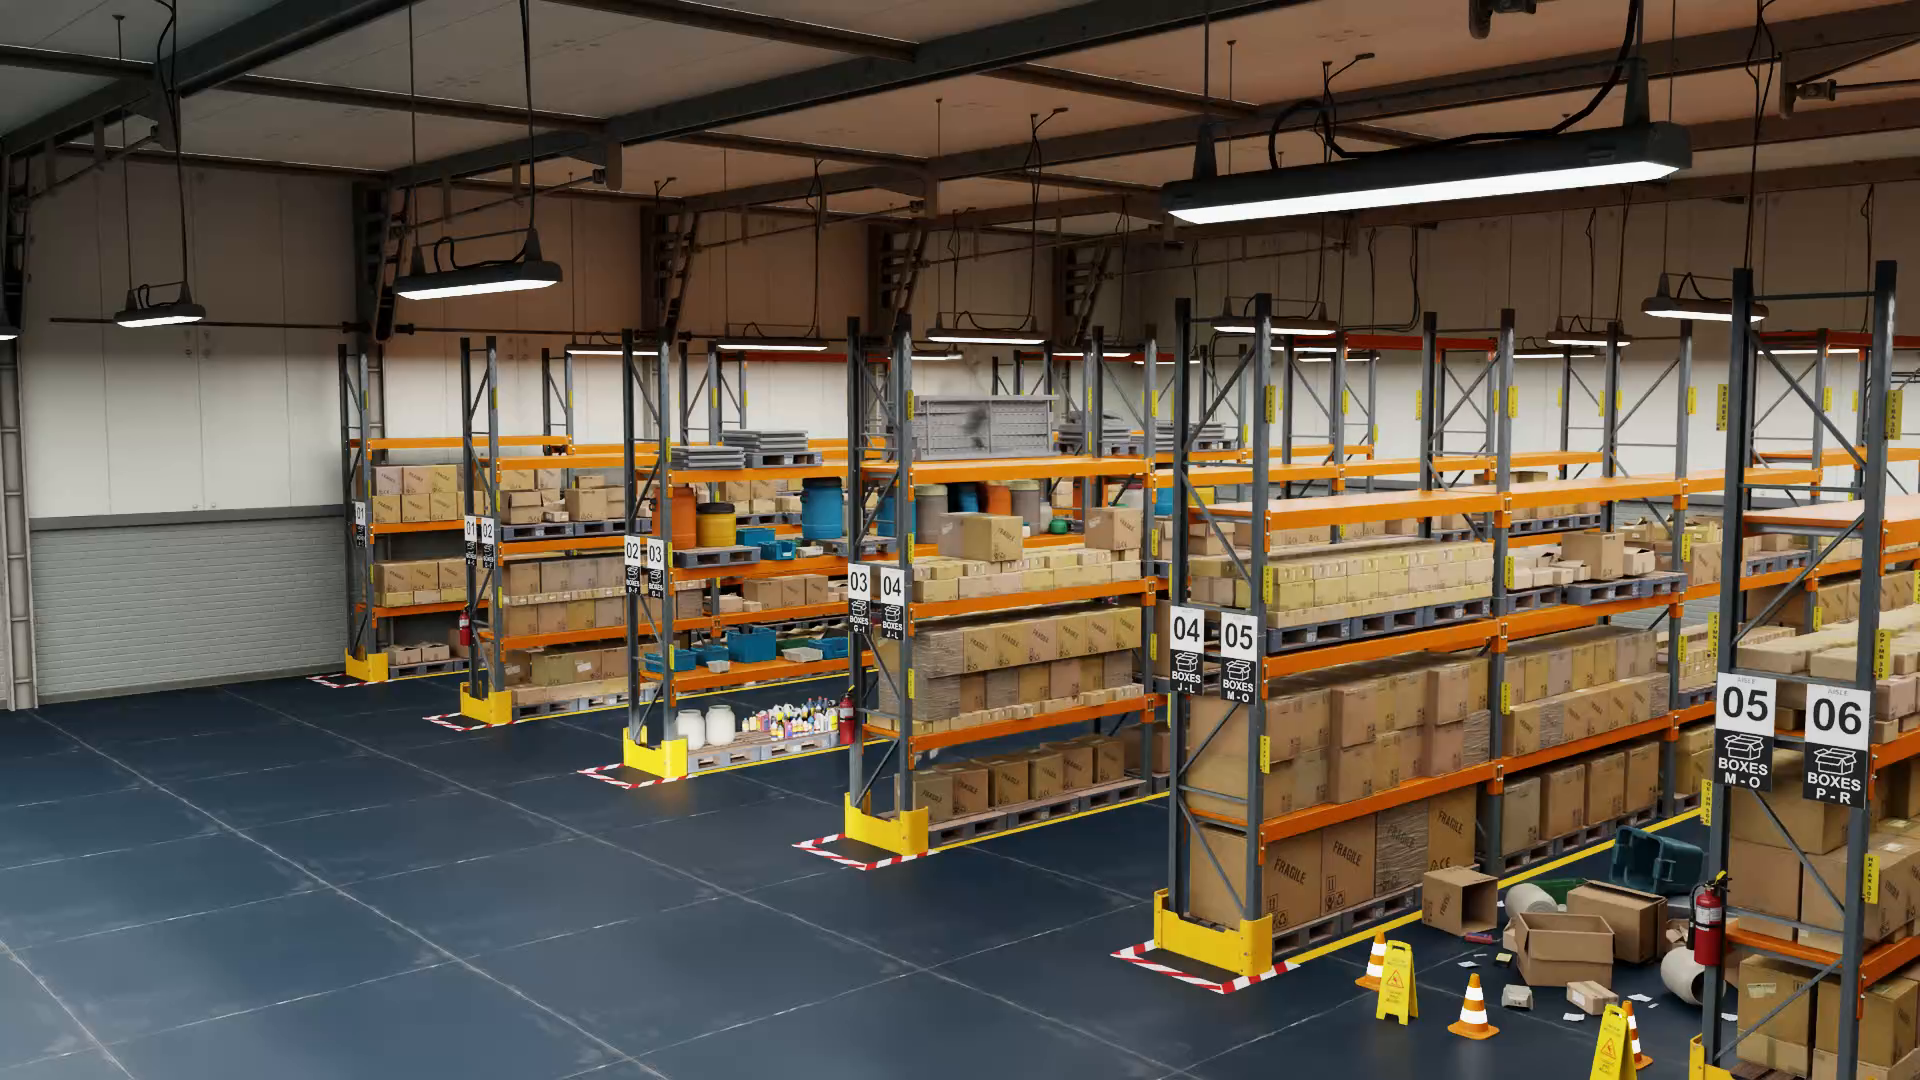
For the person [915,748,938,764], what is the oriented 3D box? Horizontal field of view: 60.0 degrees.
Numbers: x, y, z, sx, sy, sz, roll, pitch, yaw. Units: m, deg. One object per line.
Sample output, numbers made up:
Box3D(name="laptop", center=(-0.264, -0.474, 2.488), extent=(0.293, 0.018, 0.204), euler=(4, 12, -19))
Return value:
Box3D(name="person", center=(-0.483, 2.068, 21.842), extent=(0.565, 1.706, 0.884), euler=(3, 6, 33))
